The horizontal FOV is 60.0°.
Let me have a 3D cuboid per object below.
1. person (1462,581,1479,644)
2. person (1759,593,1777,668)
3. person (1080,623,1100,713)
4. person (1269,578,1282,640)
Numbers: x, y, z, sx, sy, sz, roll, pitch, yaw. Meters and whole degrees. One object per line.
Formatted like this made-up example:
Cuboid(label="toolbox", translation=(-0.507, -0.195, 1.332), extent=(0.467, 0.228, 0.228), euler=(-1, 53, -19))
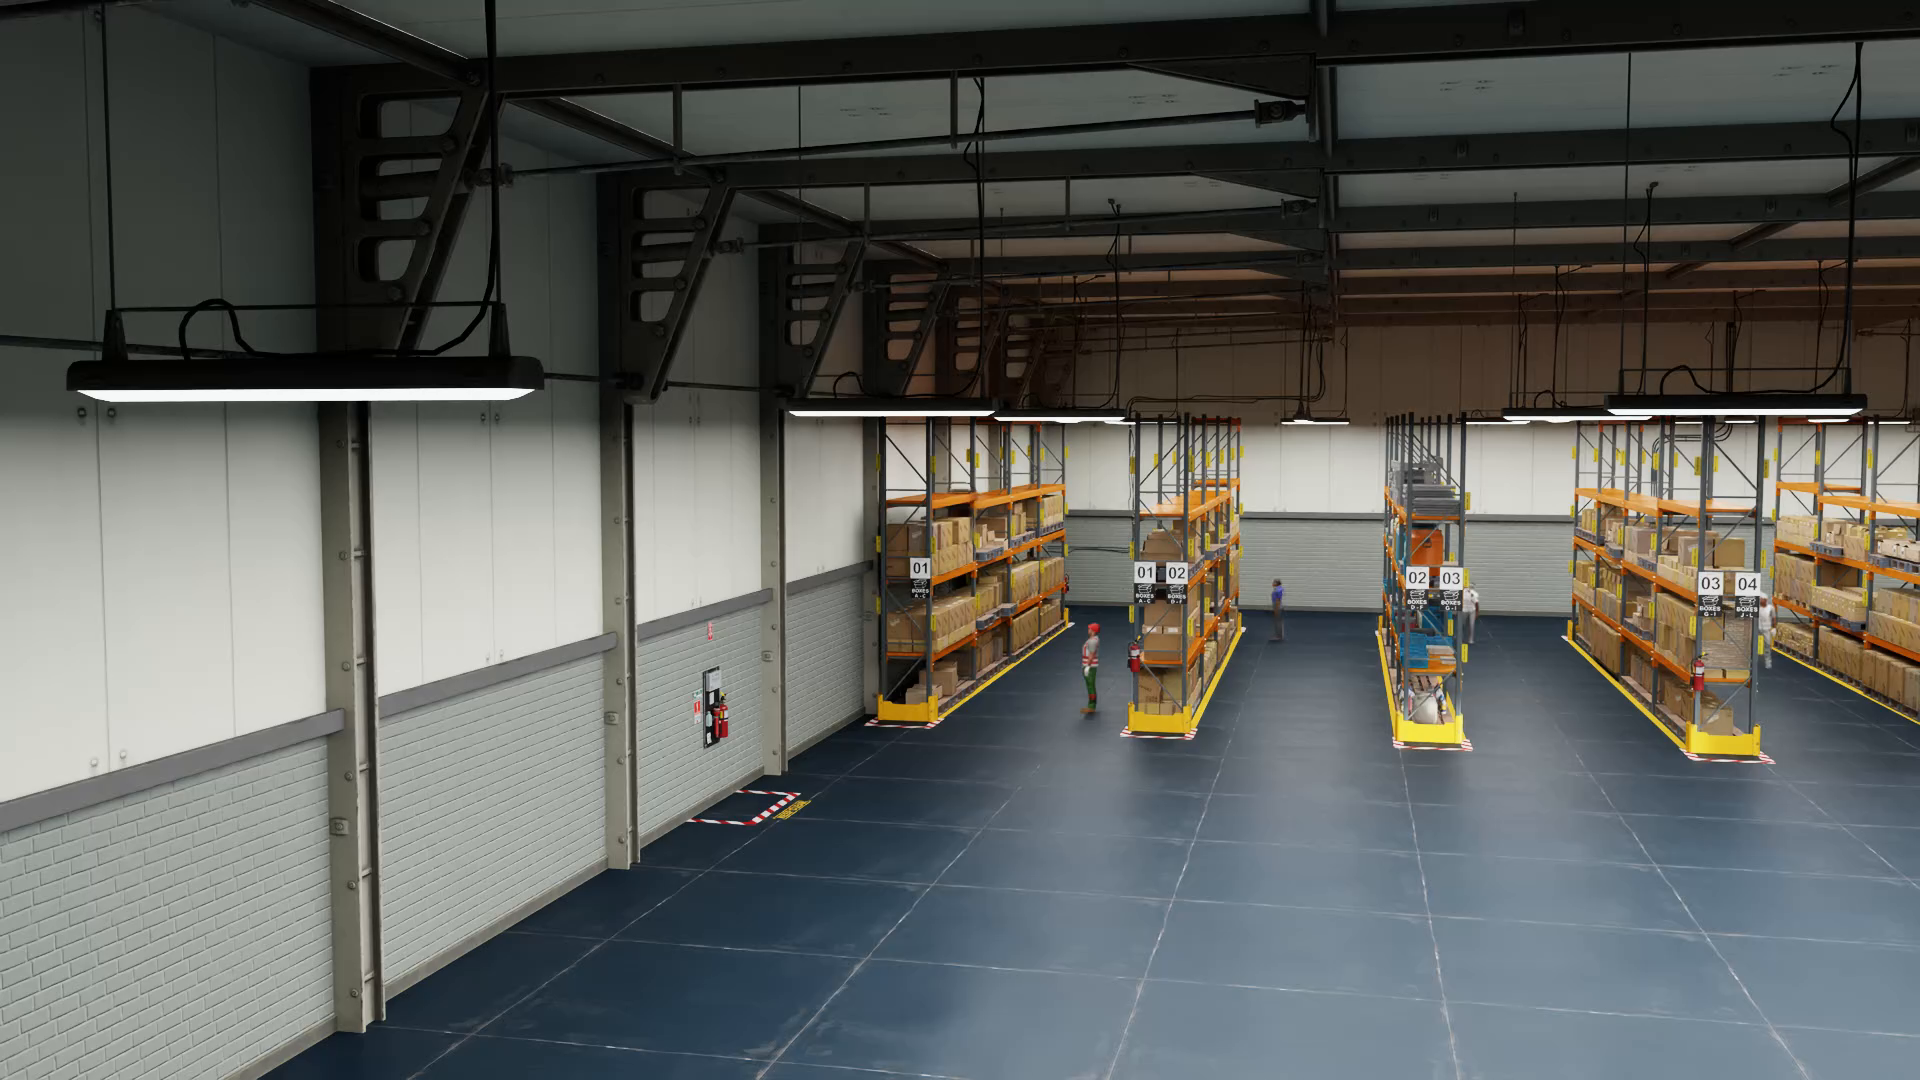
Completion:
Cuboid(label="person", translation=(13.509, 1.900, 44.120), extent=(0.475, 1.653, 0.665), euler=(1, 4, 12))
Cuboid(label="person", translation=(19.193, 2.141, 39.813), extent=(0.665, 1.744, 0.992), euler=(1, 4, 13))
Cuboid(label="person", translation=(2.618, 2.562, 33.526), extent=(0.450, 1.785, 0.586), euler=(0, 4, -4))
Cuboid(label="person", translation=(8.513, 1.869, 44.784), extent=(0.357, 1.658, 0.534), euler=(1, 4, 9))
